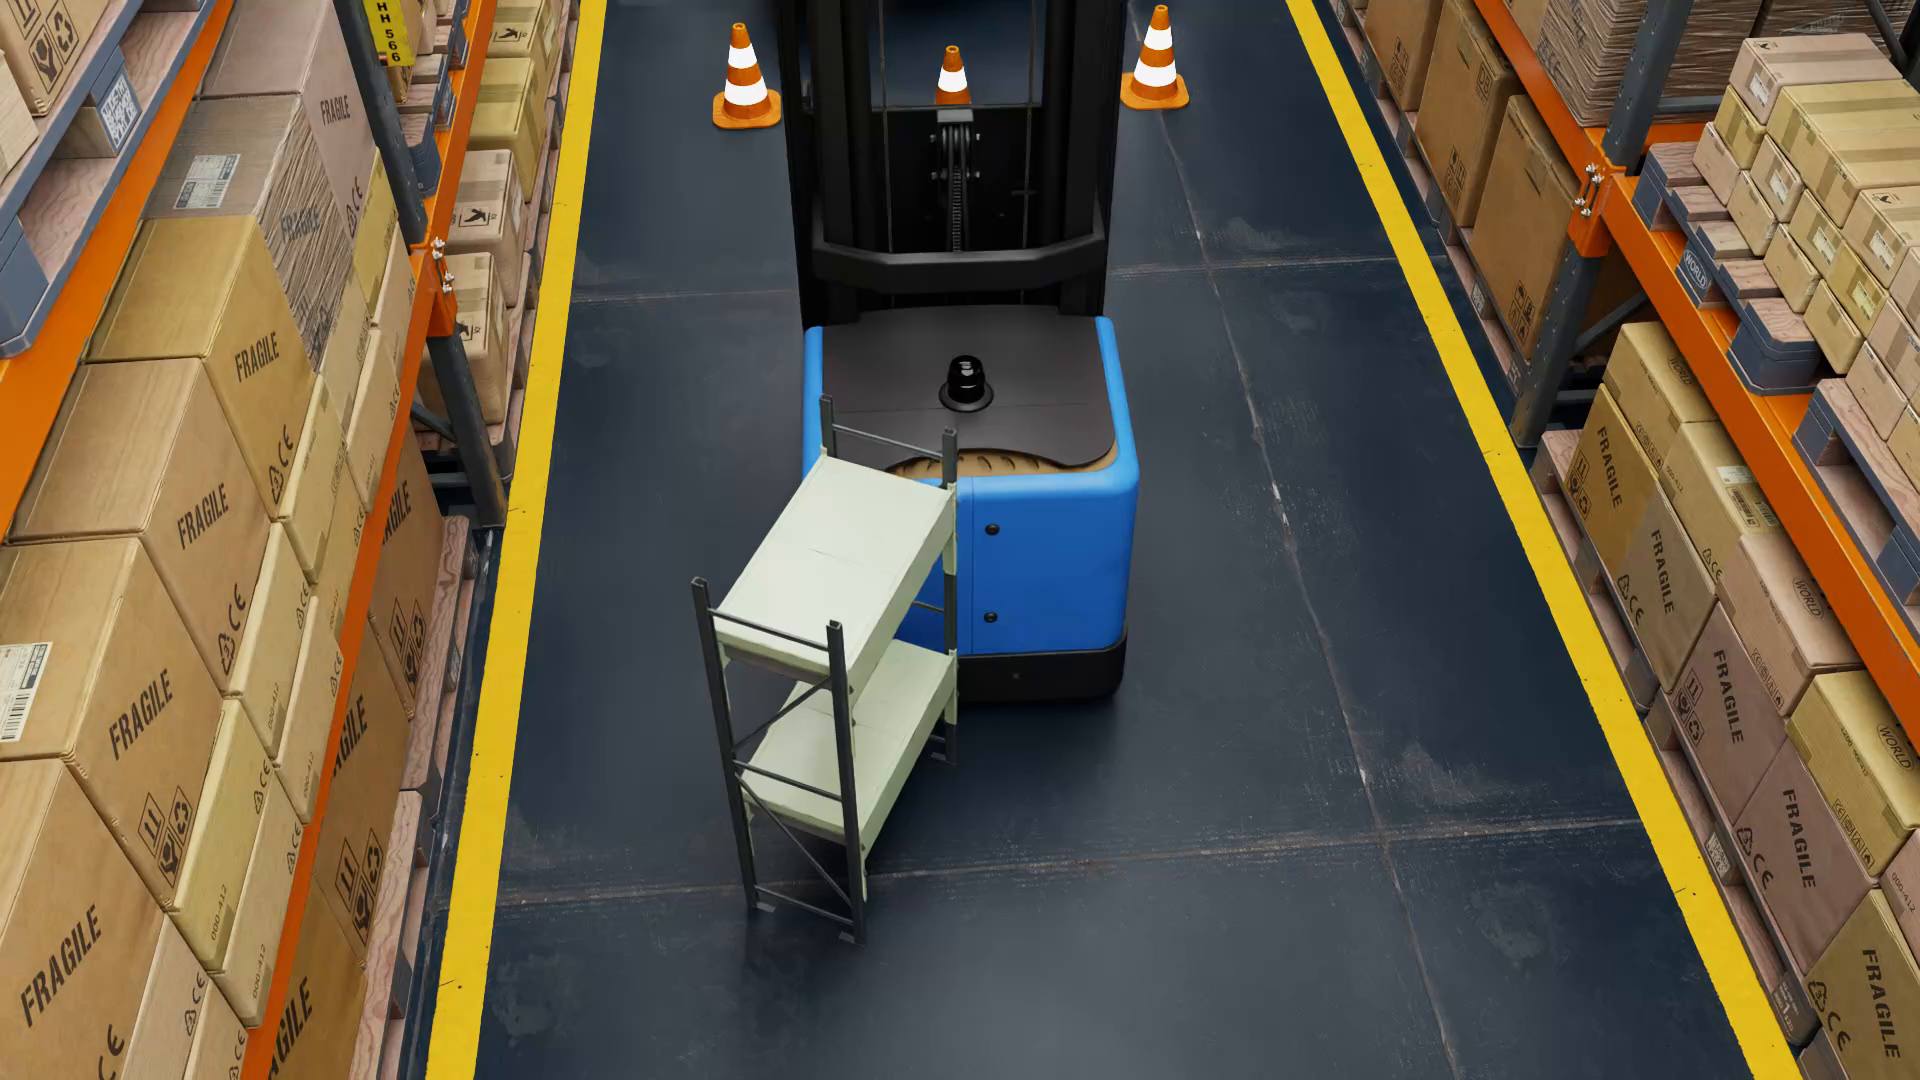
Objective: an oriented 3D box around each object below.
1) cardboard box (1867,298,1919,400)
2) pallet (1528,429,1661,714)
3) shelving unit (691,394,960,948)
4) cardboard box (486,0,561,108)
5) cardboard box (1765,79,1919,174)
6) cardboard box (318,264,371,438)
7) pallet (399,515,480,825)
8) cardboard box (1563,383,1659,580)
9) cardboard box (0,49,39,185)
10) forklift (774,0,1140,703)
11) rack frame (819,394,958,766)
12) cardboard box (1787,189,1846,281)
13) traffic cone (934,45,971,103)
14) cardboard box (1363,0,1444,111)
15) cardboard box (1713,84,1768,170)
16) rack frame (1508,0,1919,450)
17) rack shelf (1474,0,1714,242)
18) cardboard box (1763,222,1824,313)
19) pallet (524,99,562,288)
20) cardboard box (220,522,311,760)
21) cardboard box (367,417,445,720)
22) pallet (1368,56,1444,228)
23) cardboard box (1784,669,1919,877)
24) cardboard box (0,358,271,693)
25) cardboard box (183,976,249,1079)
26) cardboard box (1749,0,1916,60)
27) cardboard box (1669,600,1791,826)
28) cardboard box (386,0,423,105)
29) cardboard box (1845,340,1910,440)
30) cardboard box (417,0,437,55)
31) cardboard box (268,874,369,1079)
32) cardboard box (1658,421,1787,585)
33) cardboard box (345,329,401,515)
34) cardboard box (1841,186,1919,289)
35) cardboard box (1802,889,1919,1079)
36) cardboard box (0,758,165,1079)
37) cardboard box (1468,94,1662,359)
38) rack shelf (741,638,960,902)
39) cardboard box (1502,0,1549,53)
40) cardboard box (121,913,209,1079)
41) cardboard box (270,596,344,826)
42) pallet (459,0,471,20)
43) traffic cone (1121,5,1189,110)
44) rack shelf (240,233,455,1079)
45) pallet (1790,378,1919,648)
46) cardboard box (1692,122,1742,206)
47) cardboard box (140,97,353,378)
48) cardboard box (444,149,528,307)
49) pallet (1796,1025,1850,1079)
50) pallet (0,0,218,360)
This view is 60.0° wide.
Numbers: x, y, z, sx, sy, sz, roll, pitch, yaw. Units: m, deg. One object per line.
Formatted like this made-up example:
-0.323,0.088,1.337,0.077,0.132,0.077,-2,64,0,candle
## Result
2.633,-0.510,4.346,0.380,0.149,0.250,-3,47,-3,cardboard box
2.765,0.061,6.047,1.003,0.211,1.213,-3,47,-3,pallet
-0.334,0.421,4.818,0.431,1.500,0.755,16,49,15,shelving unit
-2.448,-2.325,7.906,0.950,0.372,0.625,-1,47,-1,cardboard box
2.572,-1.185,4.781,0.380,0.149,0.250,-5,47,-4,cardboard box
-1.883,-0.504,4.420,0.500,0.250,0.500,-5,47,-4,cardboard box
-2.232,0.445,5.683,1.003,0.211,1.213,-3,47,-3,pallet
2.506,-0.221,5.825,0.500,0.500,0.500,-5,47,-5,cardboard box
-1.692,-0.668,2.554,0.396,0.266,0.258,0,47,0,cardboard box
-0.042,-1.507,5.658,1.130,2.935,3.031,-2,47,-2,forklift
-0.197,0.175,5.051,0.400,1.500,0.023,16,49,15,rack frame
2.592,-0.872,4.689,0.380,0.149,0.250,-5,47,-5,cardboard box
-0.038,-2.150,7.967,0.336,0.463,0.334,-3,47,-3,traffic cone
2.585,-2.586,7.893,1.050,0.750,0.750,-3,47,-3,cardboard box
2.542,-1.262,5.058,0.380,0.149,0.250,-2,47,-2,cardboard box
2.701,-1.463,5.570,1.000,3.000,0.127,-3,47,-3,rack frame
2.534,-2.663,7.201,1.077,0.370,4.000,-3,47,-3,rack shelf
2.583,-0.796,4.821,0.380,0.149,0.250,-1,47,-1,cardboard box
-2.386,-1.576,7.597,1.003,0.211,1.213,-3,47,-3,pallet
-1.776,0.241,3.715,0.500,0.250,0.500,-5,47,-4,cardboard box
-2.248,0.002,5.356,0.875,0.875,0.875,-4,47,-4,cardboard box
2.611,-1.960,7.961,1.003,0.211,1.213,-3,47,-3,pallet
2.634,0.610,4.522,0.500,0.250,0.500,-5,47,-5,cardboard box
-1.798,-0.012,3.438,0.500,0.500,0.500,-4,47,-4,cardboard box
-1.707,1.148,3.200,0.500,0.250,0.500,-5,47,-4,cardboard box
2.933,-1.839,5.857,0.500,0.500,0.500,-3,47,-3,cardboard box
2.599,0.514,5.130,0.500,0.500,0.500,-5,47,-4,cardboard box
-2.030,-1.710,5.240,0.500,0.500,0.500,-5,47,-4,cardboard box
2.632,-0.408,4.454,0.380,0.149,0.250,-2,47,-2,cardboard box
-2.032,-1.801,5.773,0.380,0.149,0.250,-6,47,-6,cardboard box
-2.103,1.294,4.132,0.875,0.875,0.875,-2,47,-2,cardboard box
2.560,-0.125,5.219,0.500,0.250,0.500,-4,47,-4,cardboard box
-1.863,-0.319,4.589,0.500,0.250,0.500,-3,47,-3,cardboard box
2.610,-0.816,4.431,0.380,0.149,0.250,-5,47,-5,cardboard box
2.680,1.255,4.428,0.500,0.500,0.500,-4,47,-4,cardboard box
-1.709,0.725,2.740,0.500,0.500,0.500,-4,47,-4,cardboard box
2.740,-1.280,6.656,1.050,0.750,0.750,-4,47,-4,cardboard box
-0.334,0.646,5.055,0.431,0.370,0.720,16,49,15,rack shelf
2.356,-2.168,6.168,0.500,0.500,0.500,-3,47,-3,cardboard box
-1.716,0.974,3.021,0.500,0.250,0.500,-3,47,-3,cardboard box
-1.766,0.414,3.895,0.500,0.250,0.500,-4,47,-4,cardboard box
-2.430,-2.453,6.639,1.003,0.211,1.213,-3,47,-3,pallet
0.974,-2.423,8.226,0.336,0.463,0.334,-3,47,-3,traffic cone
-2.056,0.605,4.106,1.077,0.370,4.000,-3,47,-3,rack shelf
2.908,0.033,4.285,1.003,0.211,1.213,-3,47,-3,pallet
2.538,-1.185,5.190,0.380,0.149,0.250,-4,47,-4,cardboard box
-1.868,-0.738,4.126,0.500,0.500,0.500,-3,47,-3,cardboard box
-2.330,-1.273,6.910,0.950,0.372,0.625,-4,47,-4,cardboard box
2.969,1.827,4.375,1.003,0.211,1.213,-3,47,-3,pallet
-2.020,-0.784,2.991,1.003,0.211,1.213,-2,47,-1,pallet
